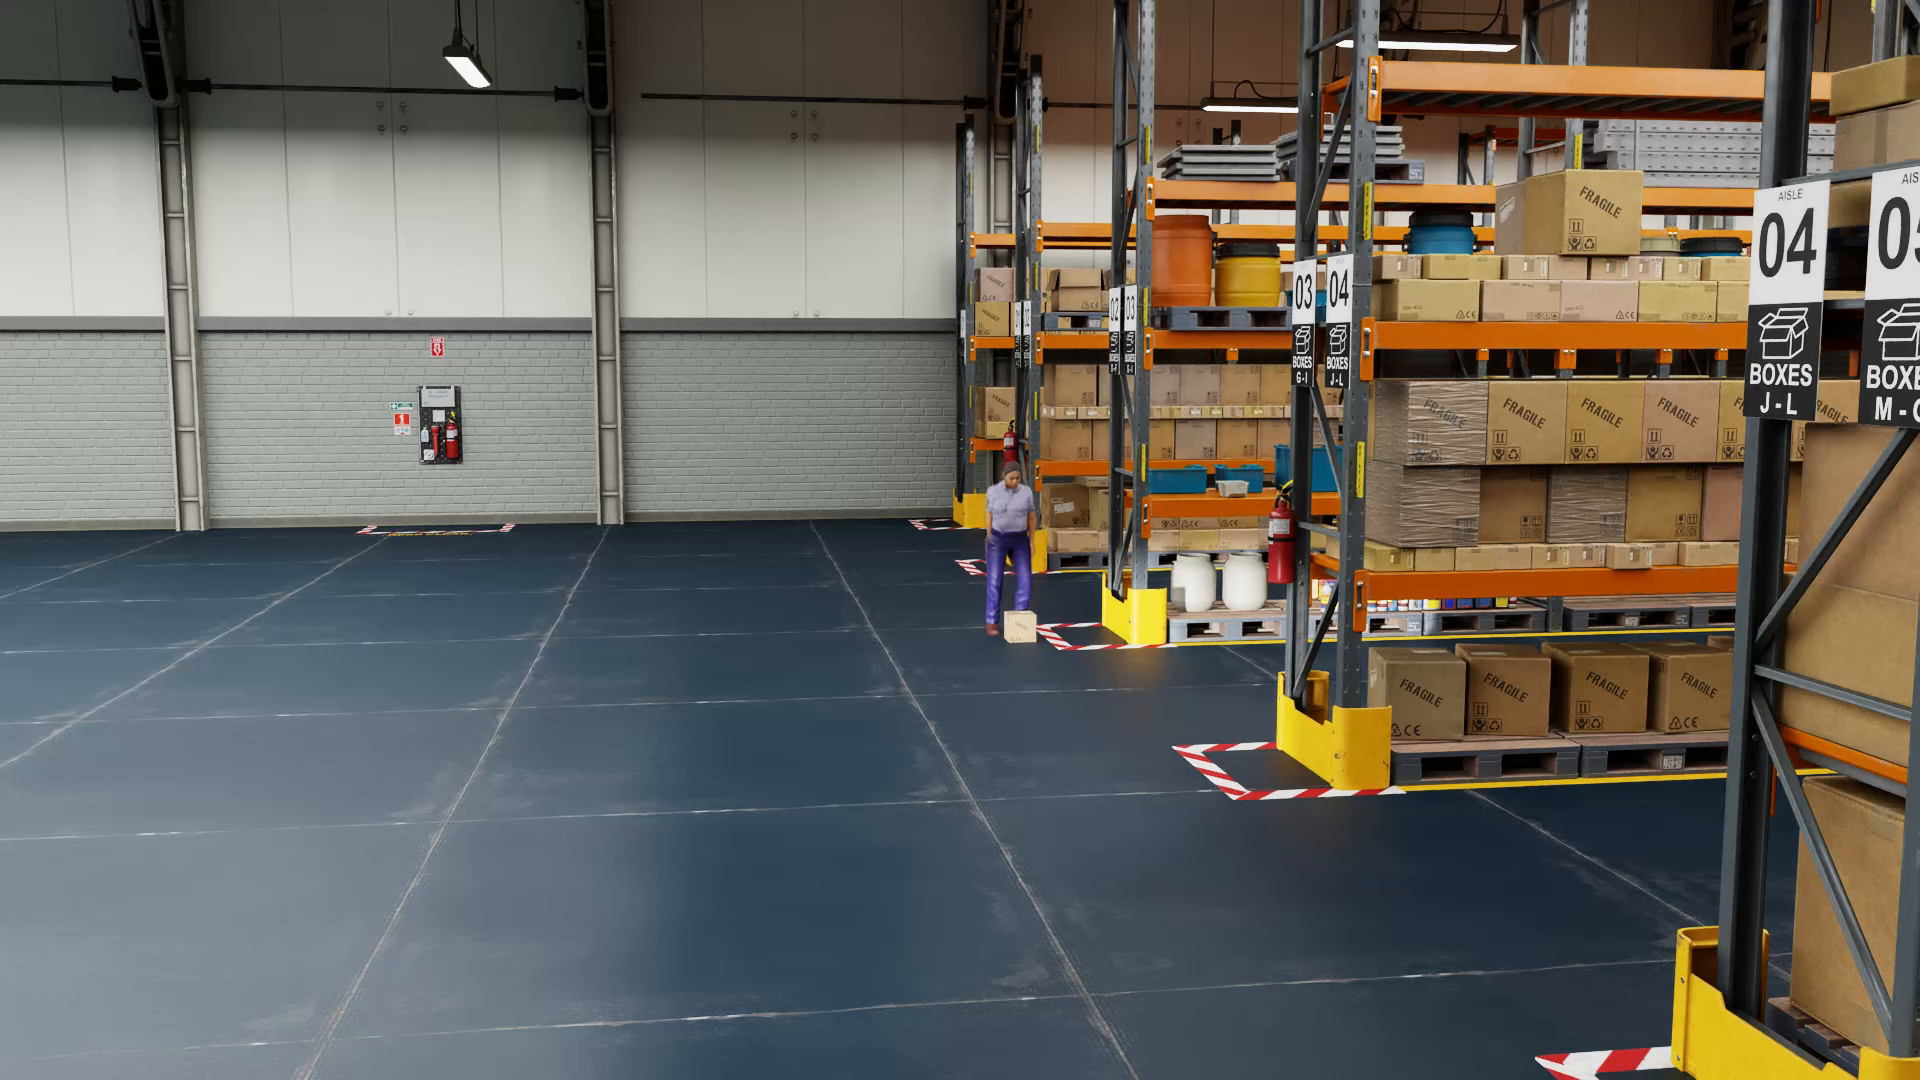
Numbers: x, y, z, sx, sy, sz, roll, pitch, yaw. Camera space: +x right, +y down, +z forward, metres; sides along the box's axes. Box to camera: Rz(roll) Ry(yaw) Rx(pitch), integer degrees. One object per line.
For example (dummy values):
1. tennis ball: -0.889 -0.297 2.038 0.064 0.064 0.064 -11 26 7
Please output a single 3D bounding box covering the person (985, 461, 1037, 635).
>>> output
1. person: 0.474 0.061 15.548 0.489 1.621 0.366 -1 7 -10
